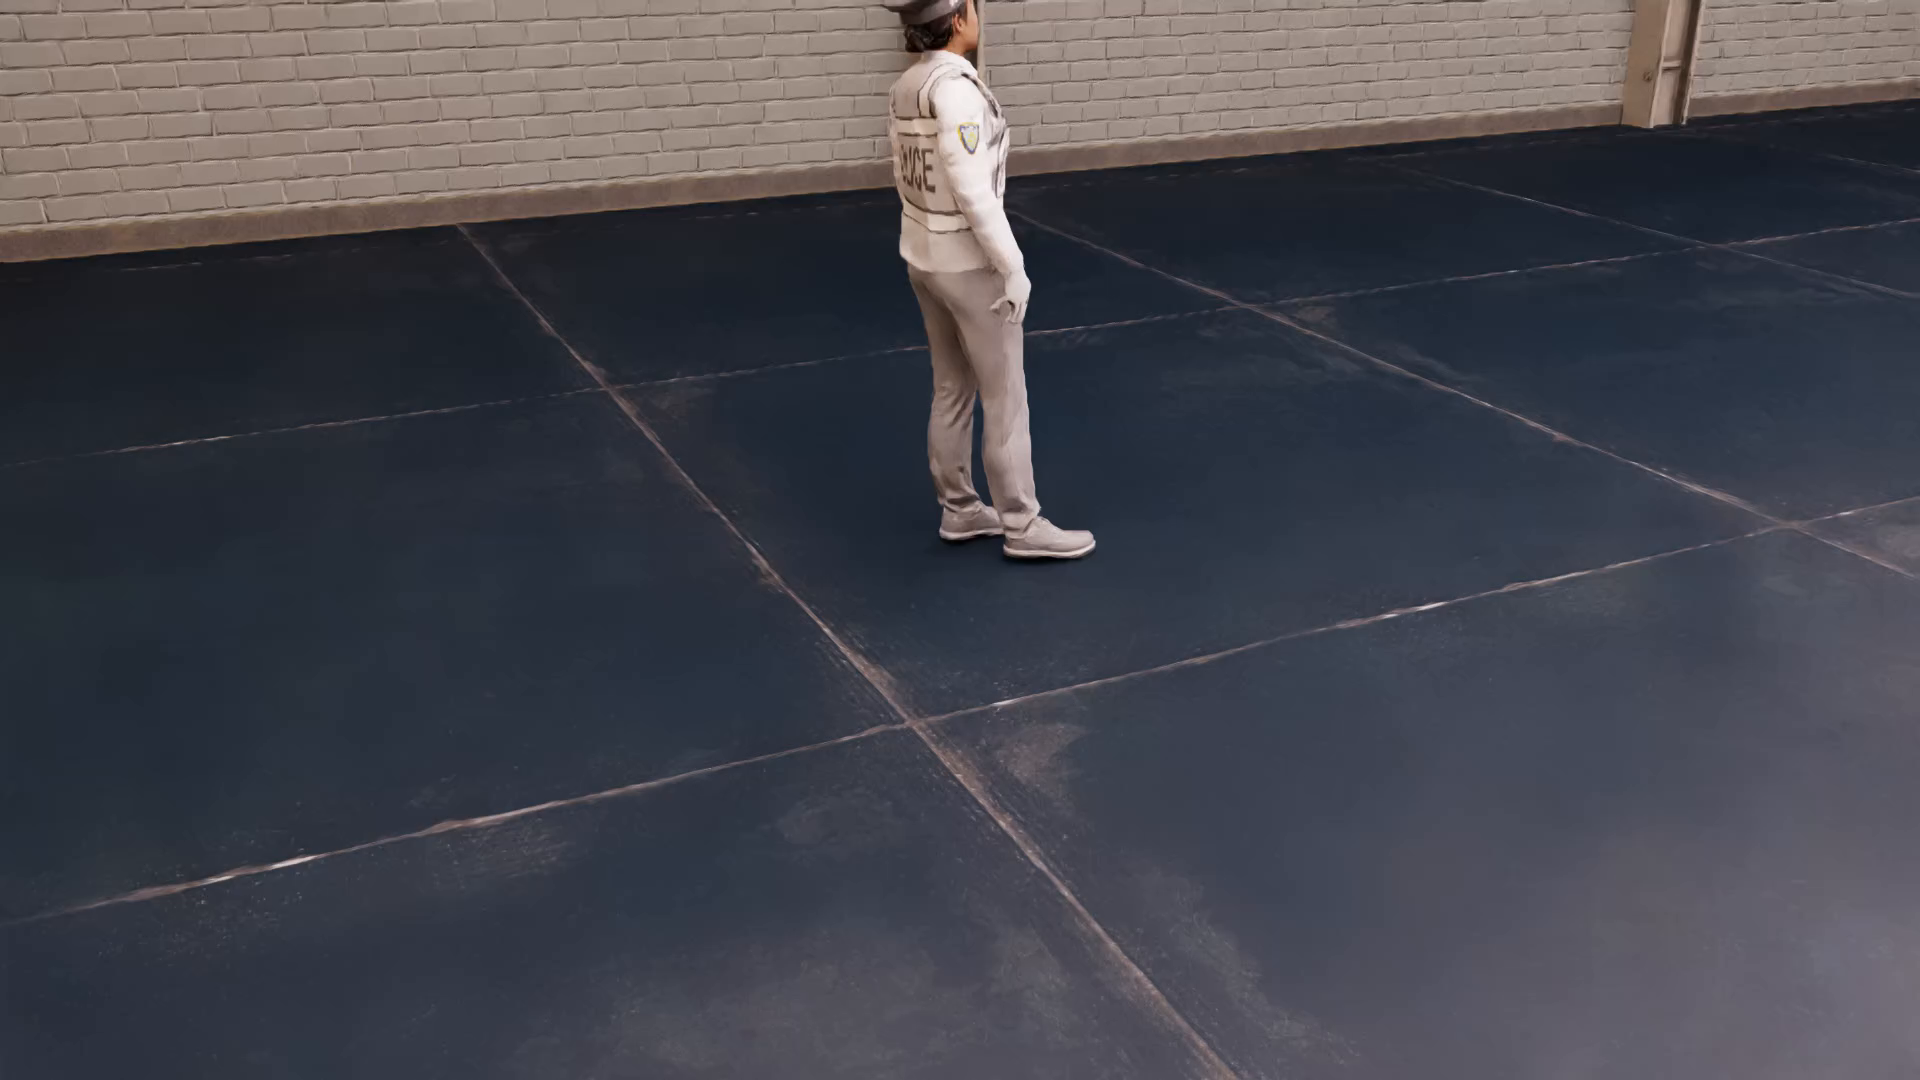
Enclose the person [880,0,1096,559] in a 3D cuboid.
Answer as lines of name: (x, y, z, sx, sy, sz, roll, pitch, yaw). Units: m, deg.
person: (0.064, -0.798, 4.799, 0.532, 1.695, 0.586, -10, 25, -23)
